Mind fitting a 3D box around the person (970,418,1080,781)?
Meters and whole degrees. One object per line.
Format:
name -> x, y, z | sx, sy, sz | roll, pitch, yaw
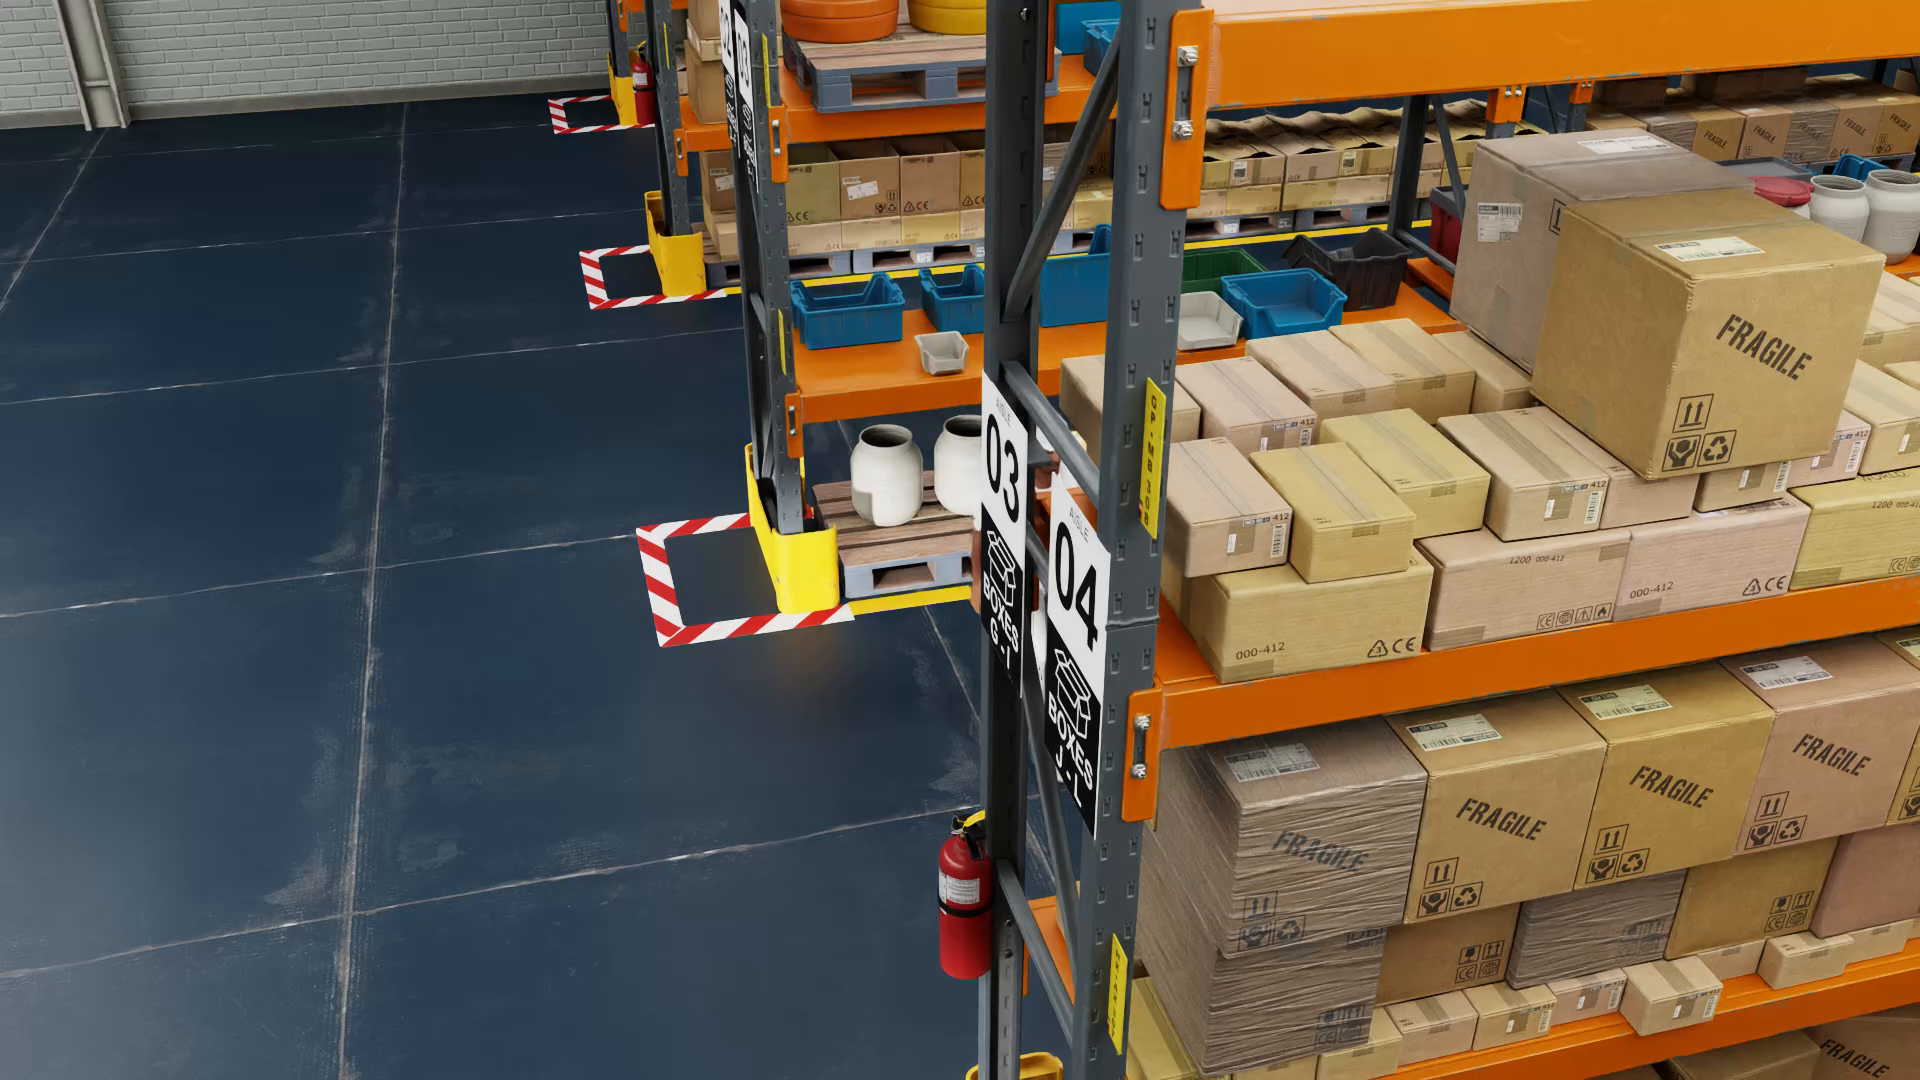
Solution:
person -> 0.417, 0.192, 7.868 | 0.585, 1.714, 0.989 | -22, 36, -32
